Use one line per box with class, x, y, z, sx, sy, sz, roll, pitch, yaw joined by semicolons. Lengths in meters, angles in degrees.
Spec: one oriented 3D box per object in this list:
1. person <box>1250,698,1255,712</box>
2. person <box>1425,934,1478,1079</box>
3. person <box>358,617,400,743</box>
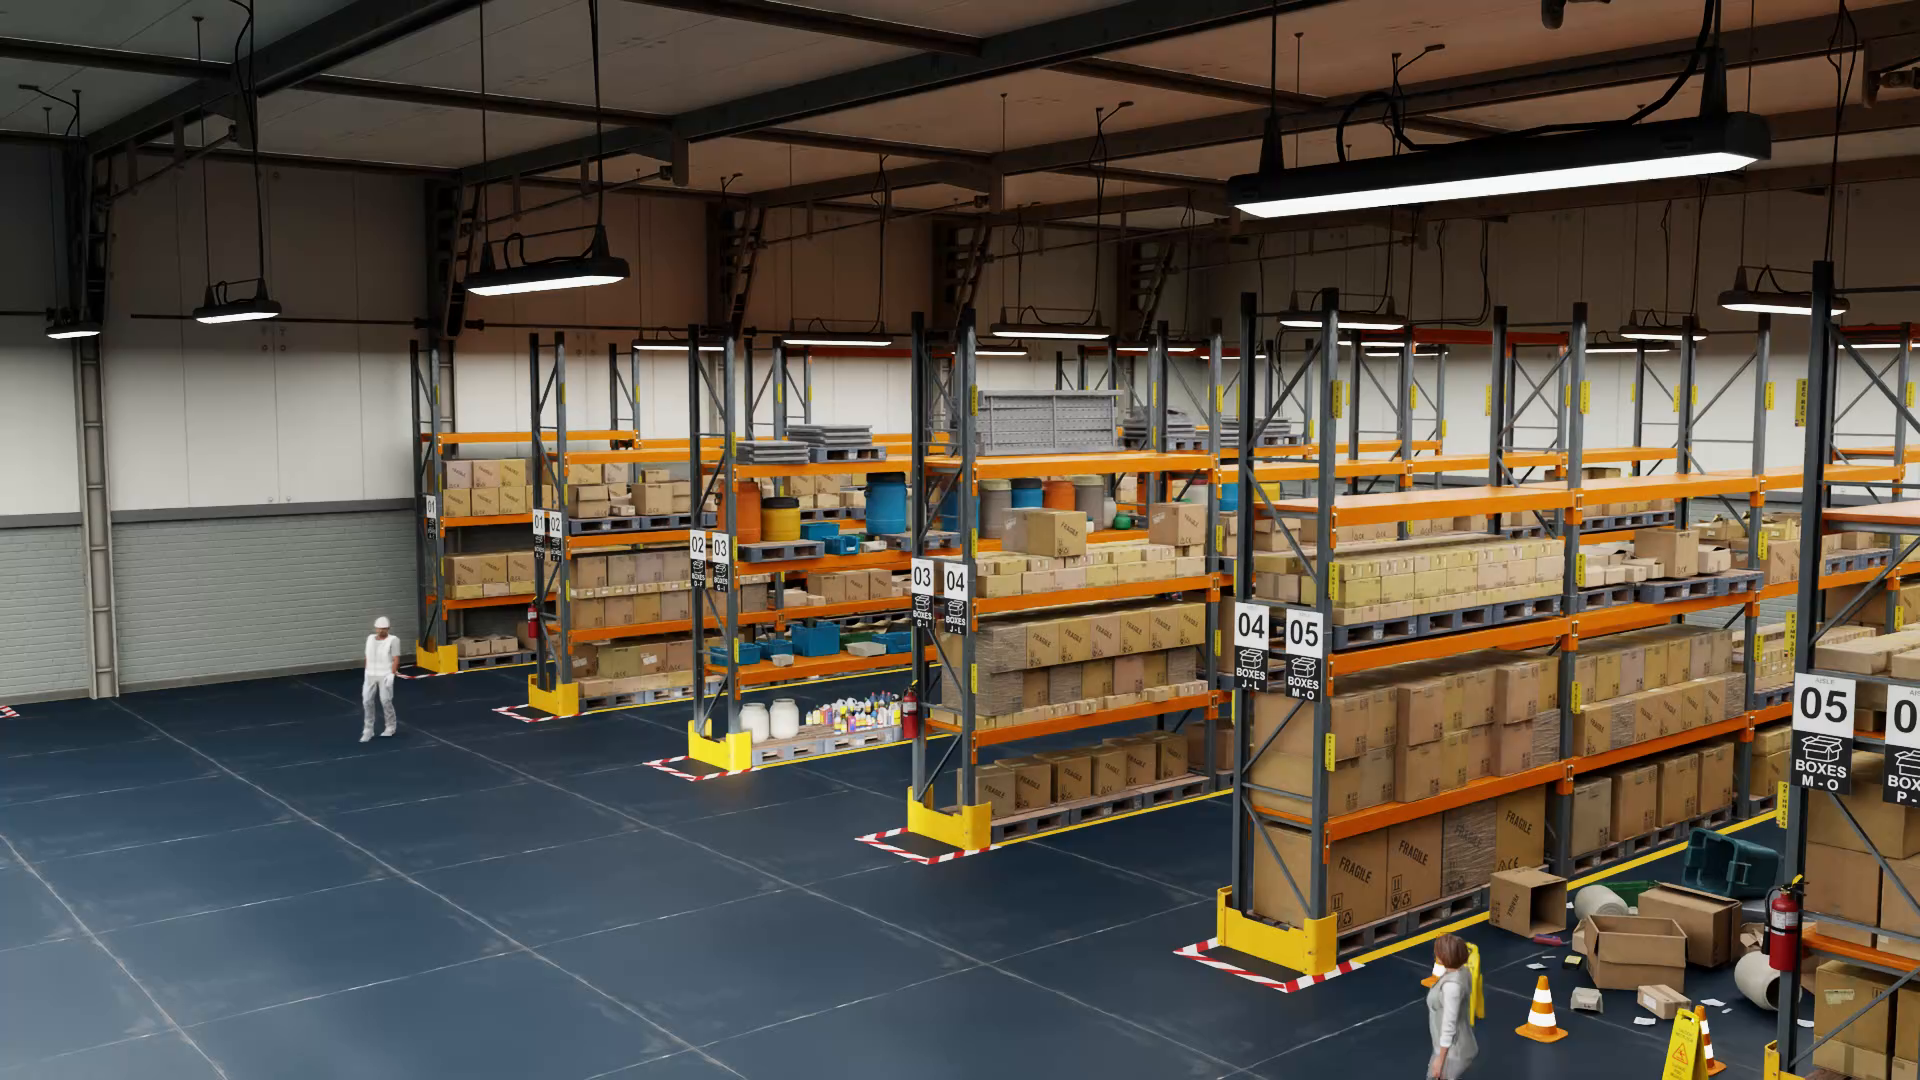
person;4.373;1.971;25.452;0.718;1.686;0.701;-3;6;-28
person;3.264;3.354;10.884;0.474;1.581;0.404;1;5;11
person;-8.522;2.047;24.344;0.581;1.833;0.584;1;5;7
